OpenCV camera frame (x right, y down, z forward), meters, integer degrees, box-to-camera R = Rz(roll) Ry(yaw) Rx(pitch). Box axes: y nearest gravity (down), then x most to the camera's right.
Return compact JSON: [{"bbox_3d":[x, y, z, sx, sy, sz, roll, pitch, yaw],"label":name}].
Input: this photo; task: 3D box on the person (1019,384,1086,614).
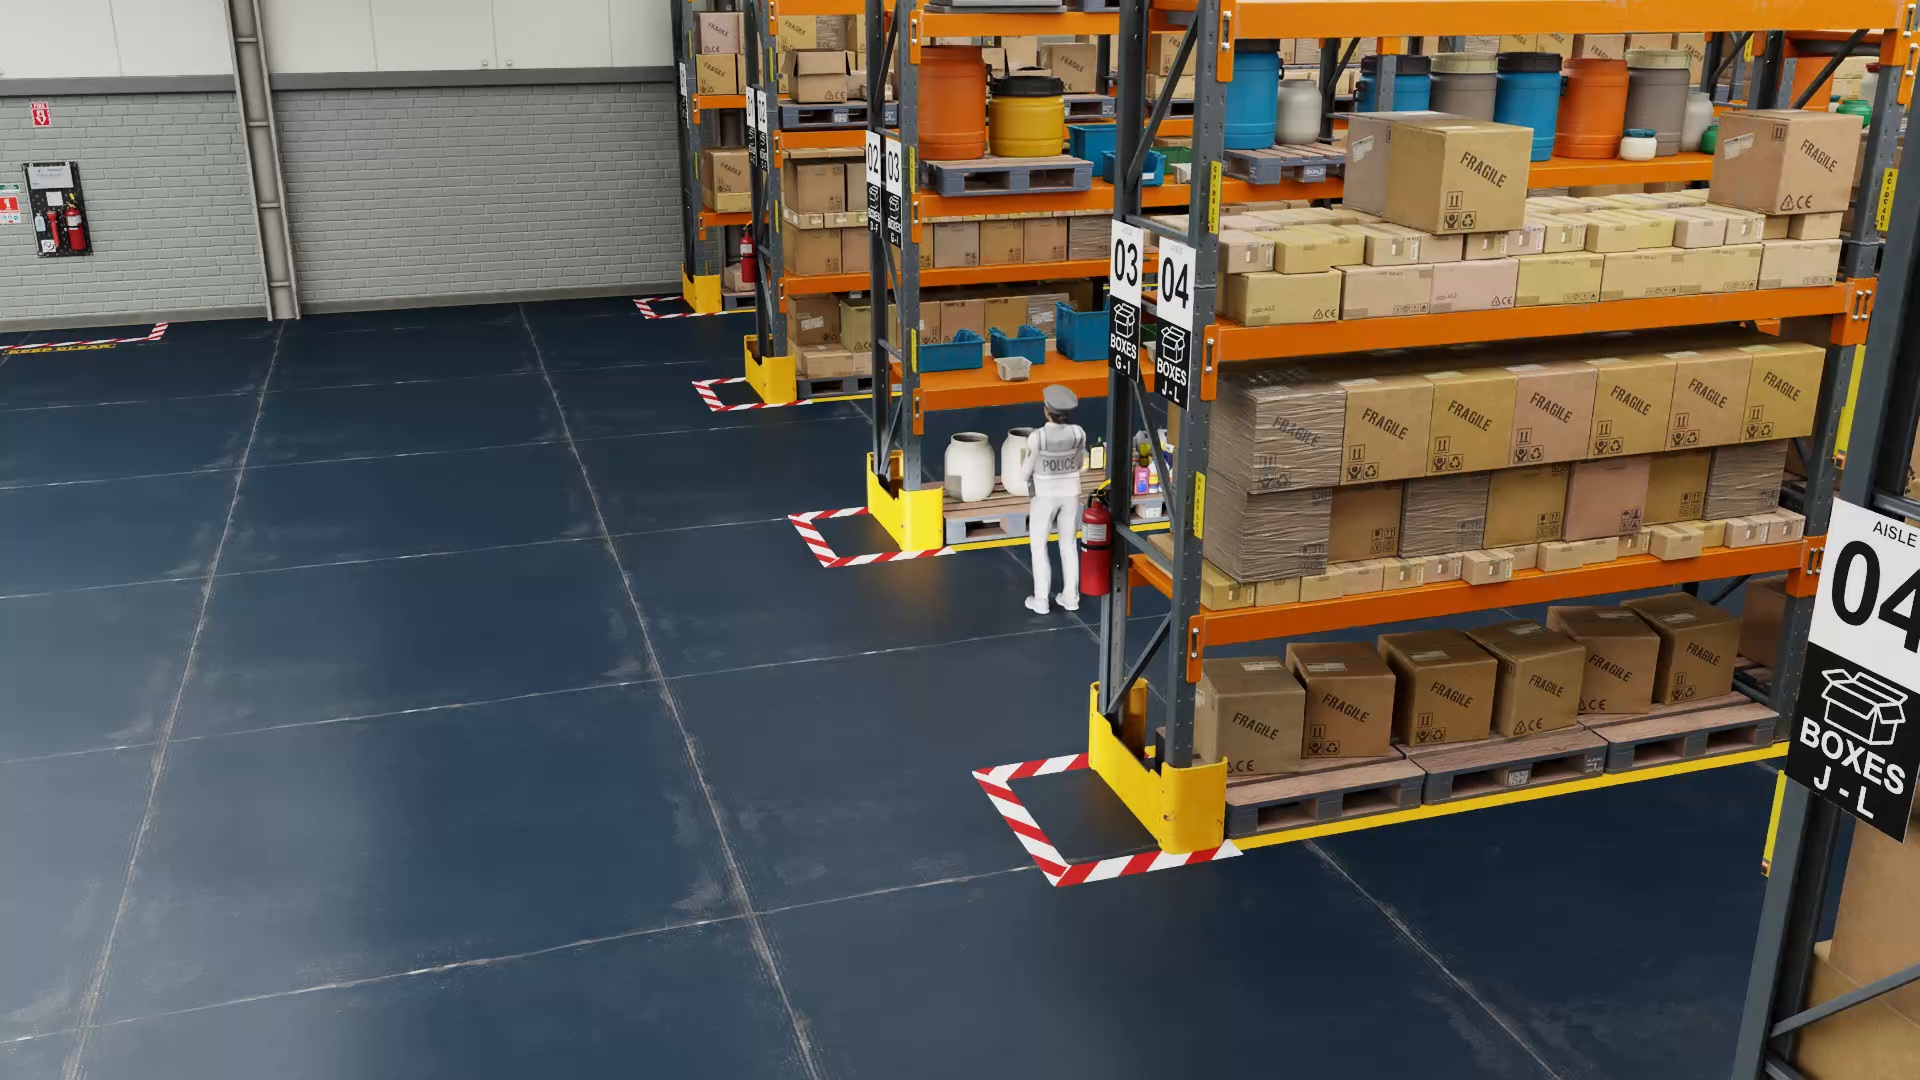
[{"bbox_3d":[0.656,-0.317,11.930,0.460,1.686,0.564,-6,20,-17],"label":"person"}]
